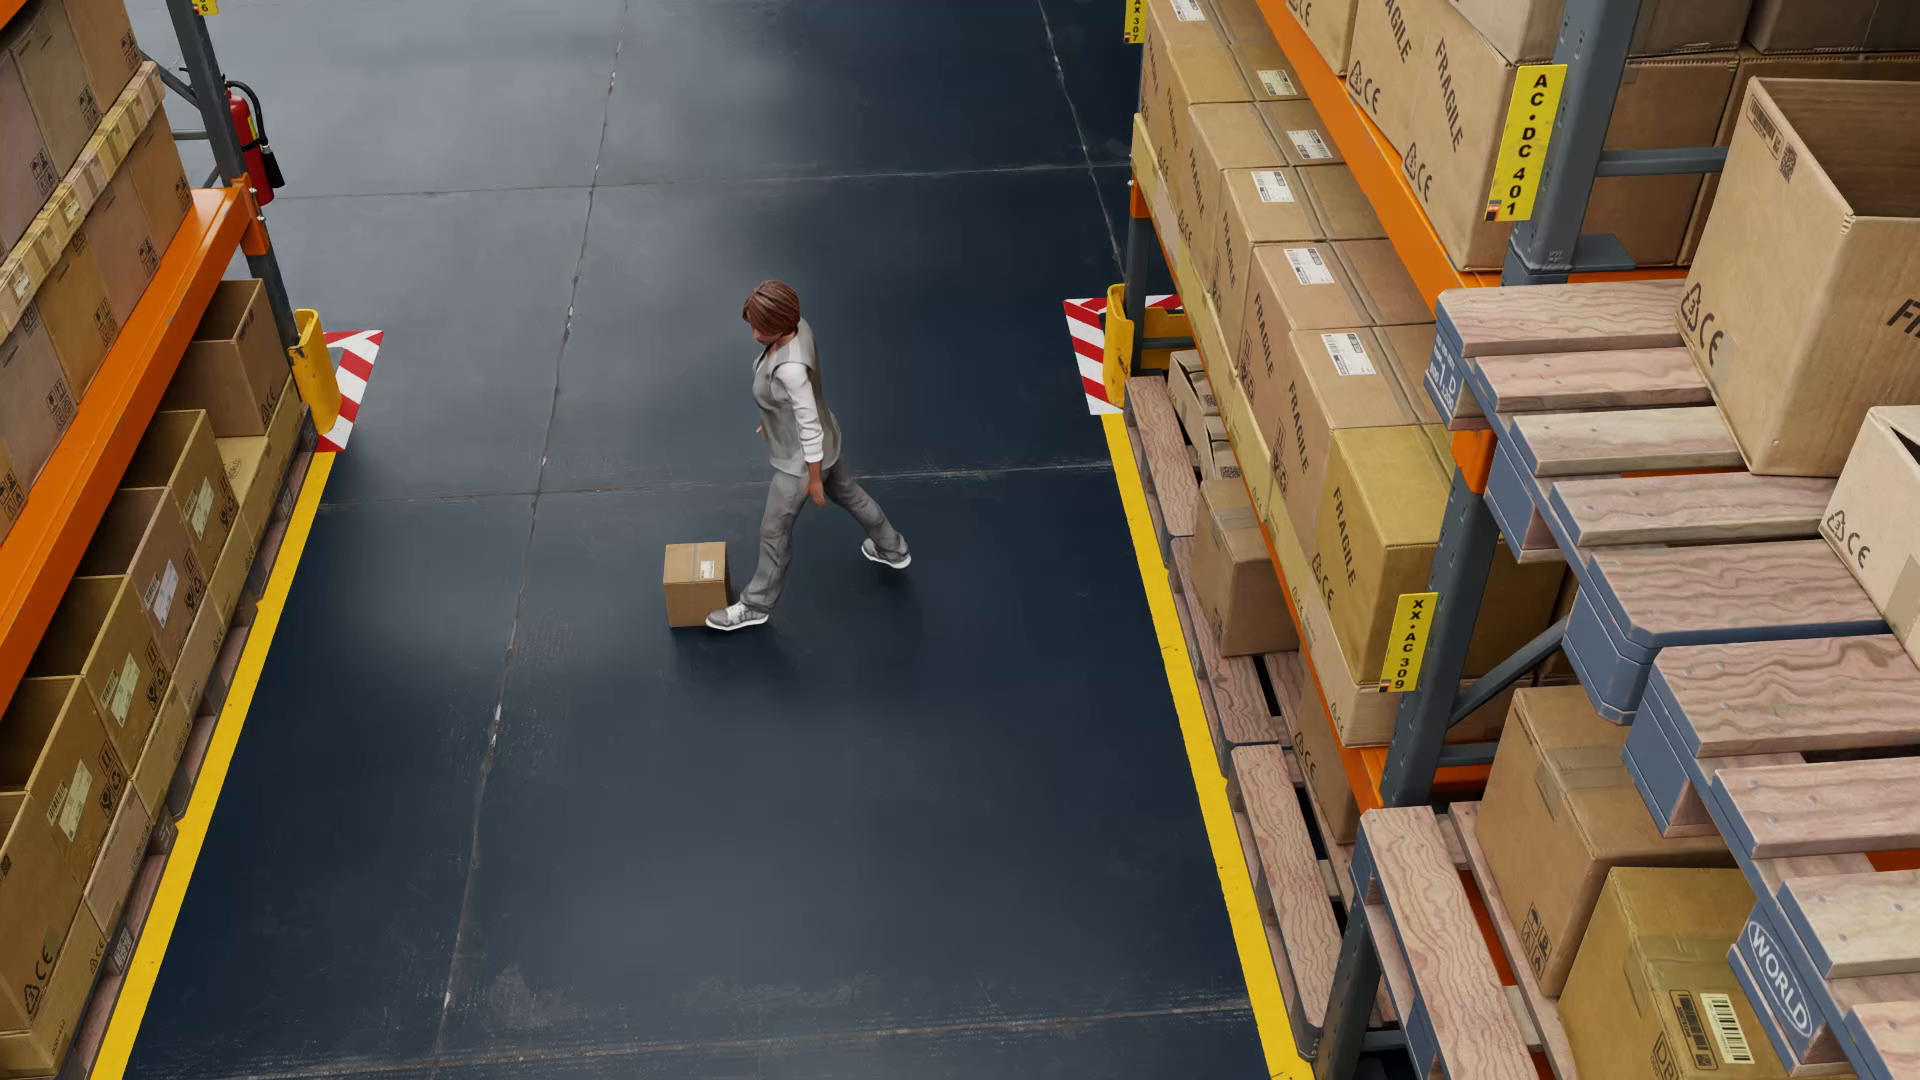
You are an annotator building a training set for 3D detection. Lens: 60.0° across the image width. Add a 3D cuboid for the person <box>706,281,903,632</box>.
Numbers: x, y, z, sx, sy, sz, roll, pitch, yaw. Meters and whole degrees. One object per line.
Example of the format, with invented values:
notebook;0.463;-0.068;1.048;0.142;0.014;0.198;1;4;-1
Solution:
person;-0.657;-0.379;6.631;0.851;1.543;0.551;-4;40;-5
